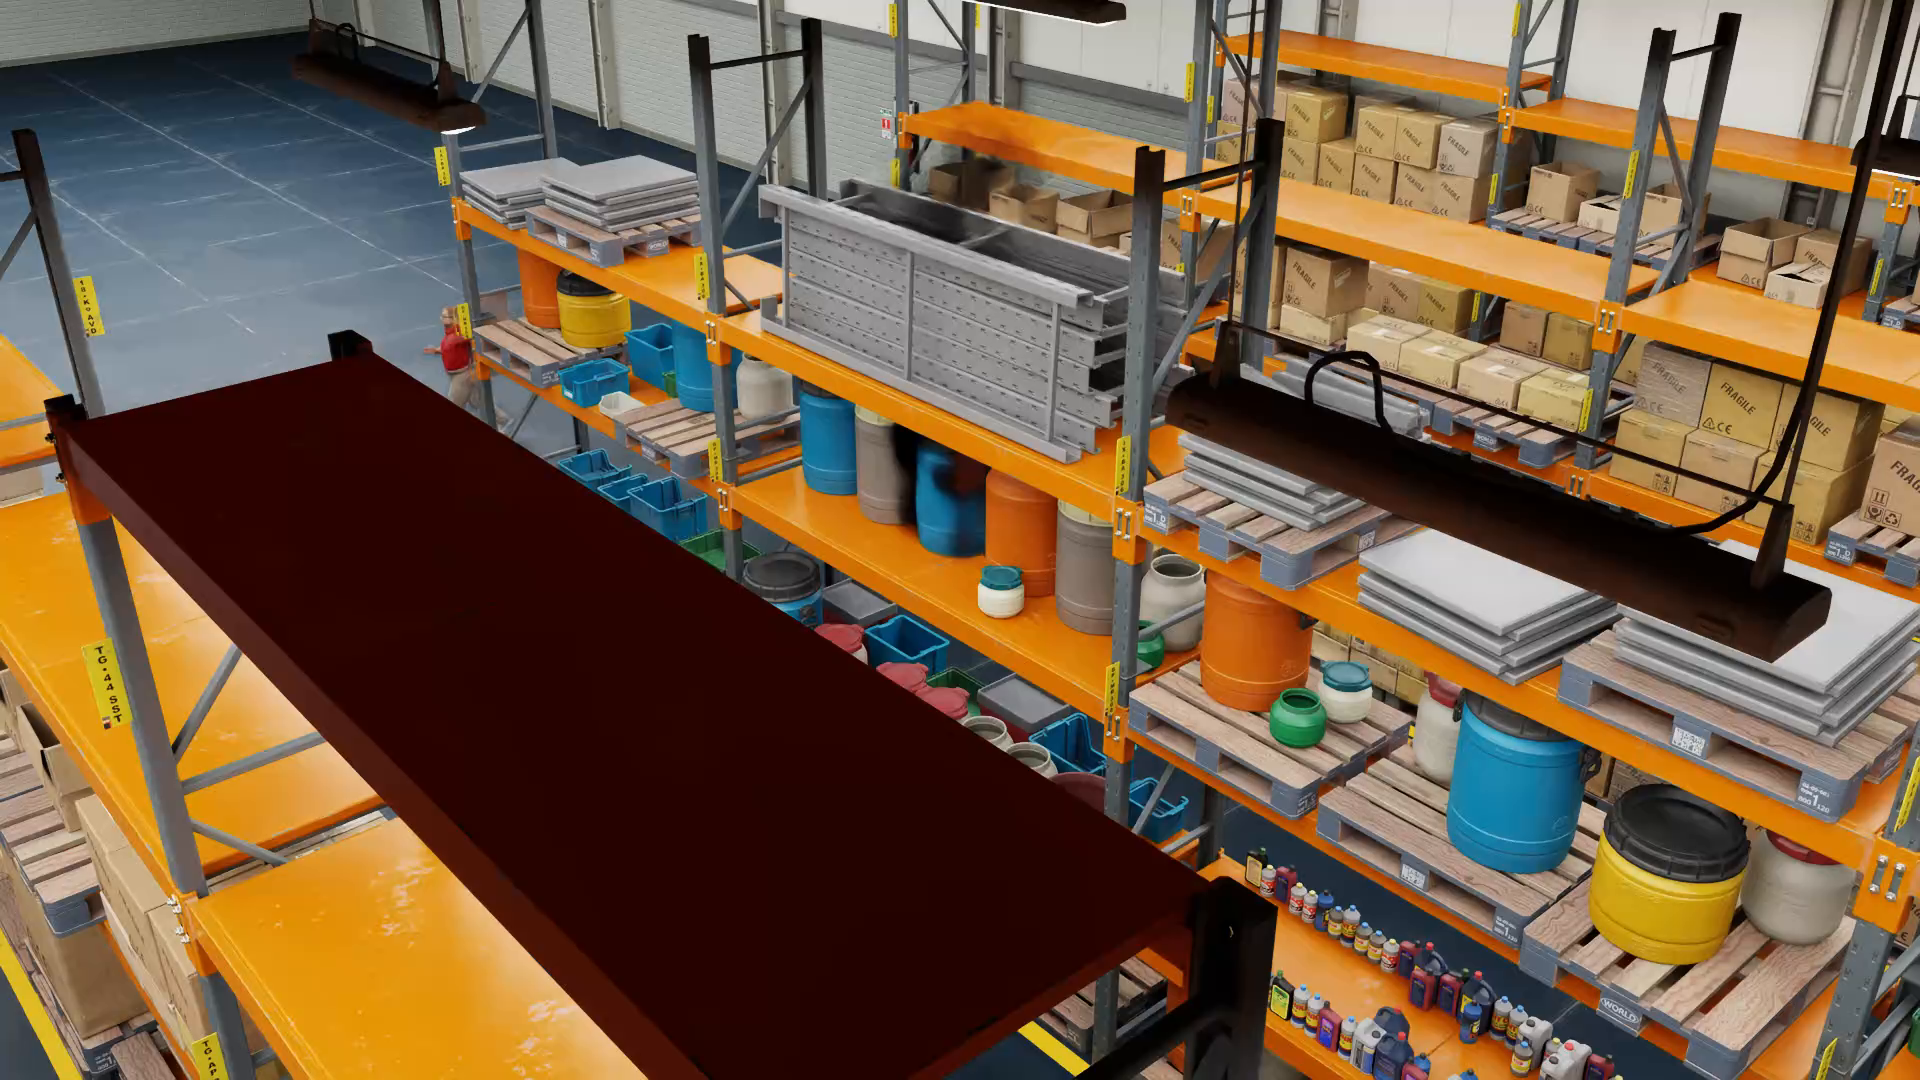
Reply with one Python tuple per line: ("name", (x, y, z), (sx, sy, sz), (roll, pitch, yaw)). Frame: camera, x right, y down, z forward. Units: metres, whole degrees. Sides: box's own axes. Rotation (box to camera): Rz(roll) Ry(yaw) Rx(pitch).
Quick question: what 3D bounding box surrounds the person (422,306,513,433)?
("person", (-5.756, -1.895, 19.351), (0.959, 1.746, 0.649), (-10, 29, -19))
